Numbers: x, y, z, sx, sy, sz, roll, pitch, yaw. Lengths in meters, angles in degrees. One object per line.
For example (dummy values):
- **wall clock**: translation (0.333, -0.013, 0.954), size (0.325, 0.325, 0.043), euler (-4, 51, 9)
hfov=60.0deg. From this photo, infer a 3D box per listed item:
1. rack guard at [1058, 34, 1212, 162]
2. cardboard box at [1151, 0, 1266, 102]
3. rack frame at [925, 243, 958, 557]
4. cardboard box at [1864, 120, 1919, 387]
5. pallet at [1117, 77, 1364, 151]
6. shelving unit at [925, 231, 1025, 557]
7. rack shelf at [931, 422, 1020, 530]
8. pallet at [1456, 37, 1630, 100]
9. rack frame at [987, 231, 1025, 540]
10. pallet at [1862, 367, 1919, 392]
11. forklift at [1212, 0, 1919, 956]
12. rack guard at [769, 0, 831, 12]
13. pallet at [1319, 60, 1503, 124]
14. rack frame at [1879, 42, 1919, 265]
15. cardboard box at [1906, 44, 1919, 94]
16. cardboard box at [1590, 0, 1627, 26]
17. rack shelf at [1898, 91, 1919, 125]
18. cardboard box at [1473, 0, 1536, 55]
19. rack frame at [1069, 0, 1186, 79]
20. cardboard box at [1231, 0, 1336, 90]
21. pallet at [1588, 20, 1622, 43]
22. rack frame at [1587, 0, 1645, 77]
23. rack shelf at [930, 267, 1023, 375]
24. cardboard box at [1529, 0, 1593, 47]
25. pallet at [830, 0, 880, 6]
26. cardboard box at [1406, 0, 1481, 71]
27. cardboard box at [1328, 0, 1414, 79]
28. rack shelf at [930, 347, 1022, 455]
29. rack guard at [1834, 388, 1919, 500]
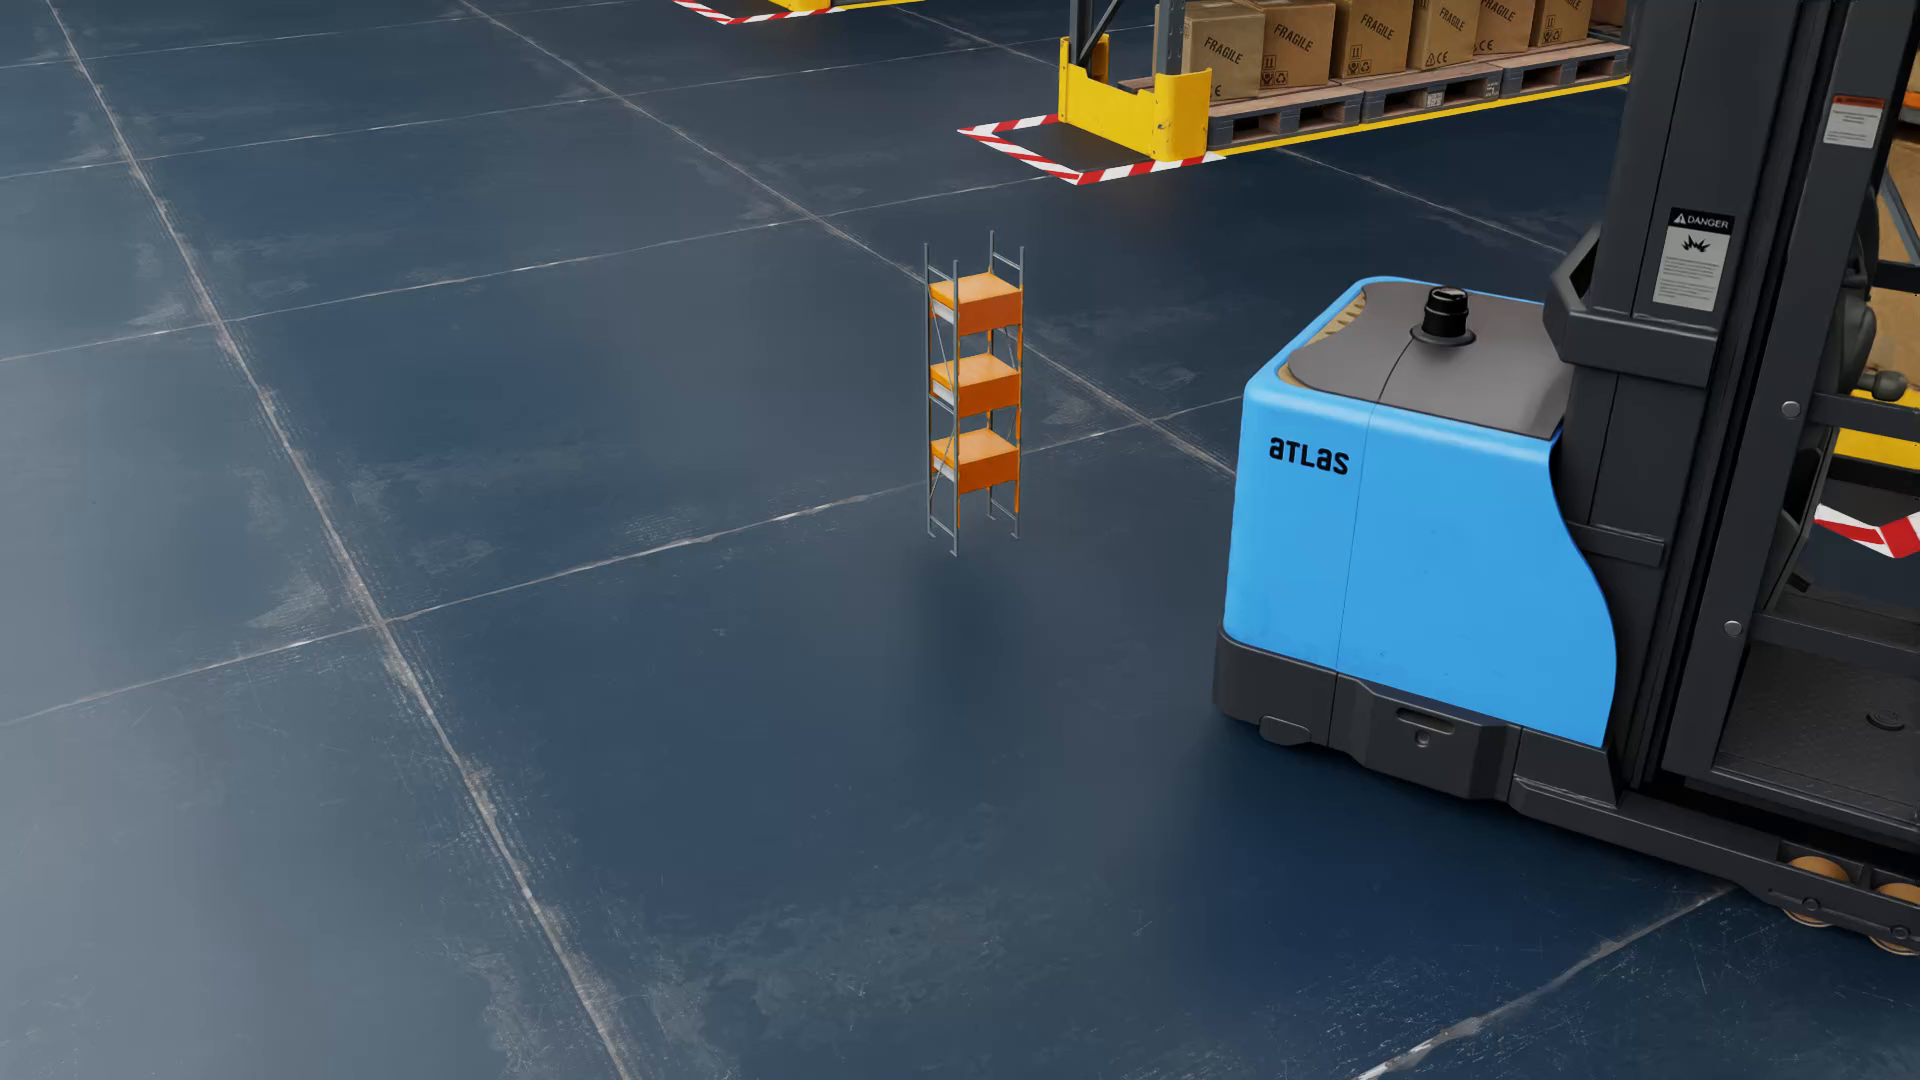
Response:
- **rack guard**: translation (1.047, -2.715, 10.153), size (0.348, 0.500, 1.175), euler (-16, 33, -26)
- **cardboard box**: translation (1.528, -3.027, 10.282), size (0.500, 0.500, 0.500), euler (-10, 30, -17)
- **rack frame**: translation (-0.059, -0.443, 5.466), size (0.008, 1.050, 0.200), euler (-16, 33, -26)
- **cardboard box**: translation (3.958, -1.147, 6.489), size (0.875, 0.875, 0.875), euler (-16, 33, -26)
- **pallet**: translation (1.765, -2.773, 10.556), size (1.213, 0.211, 1.003), euler (-16, 33, -26)
- **shelving unit**: translation (0.046, -0.473, 5.520), size (0.252, 1.050, 0.215), euler (-16, 33, -26)
- **rack shelf**: translation (0.046, -0.220, 5.659), size (0.240, 0.259, 0.215), euler (-16, 33, -26)
- **pallet**: translation (3.869, -3.370, 11.639), size (1.213, 0.211, 1.003), euler (-16, 33, -26)
- **rack frame**: translation (0.151, -0.503, 5.574), size (0.008, 1.050, 0.200), euler (-16, 33, -26)
- **pallet**: translation (4.057, -0.708, 6.814), size (1.213, 0.211, 1.003), euler (-16, 33, -26)
- **forklift**: translation (2.255, -0.590, 3.786), size (3.031, 2.935, 1.130), euler (16, 33, 26)
- **rack guard**: translation (-1.486, -4.798, 13.927), size (0.348, 0.500, 1.175), euler (-16, 33, -26)
- **pallet**: translation (2.816, -3.070, 11.094), size (1.213, 0.211, 1.003), euler (-16, 33, -26)
- **rack frame**: translation (3.407, -1.700, 5.726), size (0.127, 3.000, 1.000), euler (-16, 33, -26)
- **cardboard box**: translation (3.704, -1.876, 5.889), size (0.550, 0.550, 0.875), euler (-16, 33, -26)
- **cardboard box**: translation (4.971, -4.010, 12.043), size (0.500, 0.500, 0.700), euler (-19, 34, -30)
- **rack shelf**: translation (5.132, -1.875, 6.787), size (4.000, 0.370, 1.077), euler (-16, 33, -26)
- **cardboard box**: translation (3.575, -3.635, 11.385), size (0.500, 0.500, 0.500), euler (-6, 29, -11)
- **rack frame**: translation (0.982, -3.791, 9.515), size (0.127, 3.000, 1.000), euler (-16, 33, -26)
- **cardboard box**: translation (2.026, -3.187, 10.573), size (0.500, 0.500, 0.500), euler (-8, 30, -13)
- **pallet**: translation (5.101, -3.741, 12.310), size (1.213, 0.211, 1.003), euler (-16, 33, -26)
- **rack frame**: translation (4.430, -4.770, 11.289), size (0.127, 3.000, 1.000), euler (-16, 33, -26)
- **rack shelf**: translation (0.046, -0.712, 5.388), size (0.240, 0.259, 0.215), euler (-16, 33, -26)
- **cardboard box**: translation (4.065, -3.779, 11.645), size (0.500, 0.500, 0.500), euler (-17, 33, -28)
- **pallet**: translation (-0.783, -4.868, 14.353), size (1.213, 0.211, 1.003), euler (-16, 33, -26)
- **cardboard box**: translation (3.080, -3.450, 11.050), size (0.500, 0.500, 0.500), euler (-19, 34, -31)
- **cardboard box**: translation (2.576, -3.332, 10.836), size (0.500, 0.500, 0.500), euler (-13, 31, -22)
- **rack shelf**: translation (0.046, -0.463, 5.525), size (0.240, 0.259, 0.215), euler (-16, 33, -26)
- **rack guard**: translation (3.387, -0.600, 6.320), size (0.348, 0.500, 1.175), euler (-16, 33, -26)
